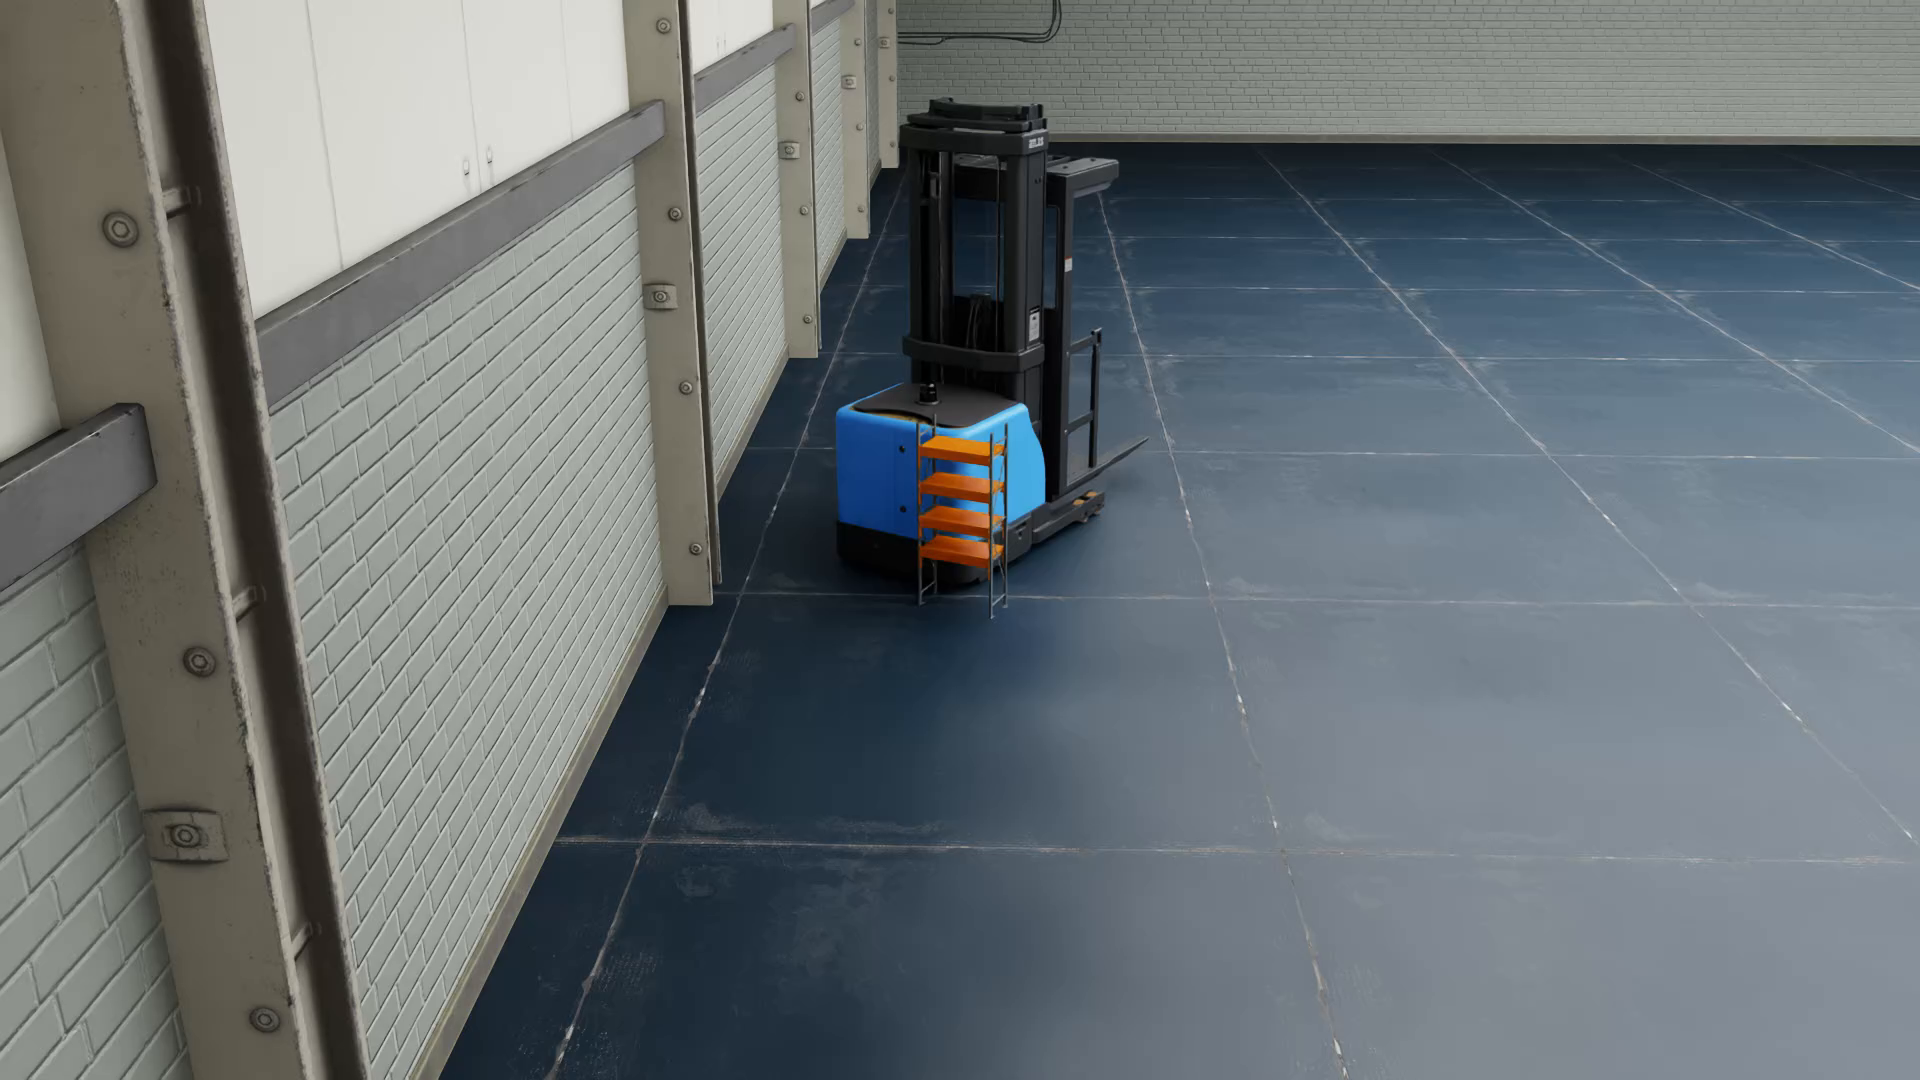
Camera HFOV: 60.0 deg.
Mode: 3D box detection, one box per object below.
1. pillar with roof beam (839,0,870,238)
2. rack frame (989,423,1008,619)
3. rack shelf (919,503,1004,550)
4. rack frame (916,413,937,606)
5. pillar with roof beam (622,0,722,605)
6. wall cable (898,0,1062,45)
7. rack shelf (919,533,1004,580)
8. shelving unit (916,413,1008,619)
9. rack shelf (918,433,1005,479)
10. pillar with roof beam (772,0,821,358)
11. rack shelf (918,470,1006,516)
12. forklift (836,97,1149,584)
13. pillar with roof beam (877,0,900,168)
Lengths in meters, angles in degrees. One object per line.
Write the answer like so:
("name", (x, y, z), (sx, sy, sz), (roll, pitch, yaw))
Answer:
("pillar with roof beam", (2.956, -8.148, 20.090), (9.100, 9.000, 0.400), (1, 21, 2))
("rack frame", (0.235, -0.109, 10.150), (0.015, 1.200, 0.240), (10, 23, 24))
("rack shelf", (0.015, -0.084, 10.273), (0.480, 0.148, 0.258), (10, 23, 24))
("rack frame", (-0.205, -0.185, 10.346), (0.015, 1.200, 0.240), (10, 23, 24))
("pillar with roof beam", (2.591, -3.810, 8.907), (9.100, 9.000, 0.400), (1, 21, 2))
("wall cable", (0.247, -9.968, 29.072), (3.097, 2.526, 0.112), (1, 21, 2))
("rack shelf", (0.015, 0.101, 10.345), (0.480, 0.148, 0.258), (10, 23, 24))
("shelving unit", (0.015, -0.147, 10.248), (0.503, 1.200, 0.258), (10, 23, 24))
("rack shelf", (0.015, -0.513, 10.105), (0.480, 0.148, 0.258), (10, 23, 24))
("pillar with roof beam", (2.774, -5.979, 14.499), (9.100, 9.000, 0.400), (1, 21, 2))
("rack shelf", (0.015, -0.293, 10.191), (0.480, 0.148, 0.258), (10, 23, 24))
("forklift", (0.389, -1.570, 11.522), (1.130, 2.935, 3.031), (13, 25, 30))
("pillar with roof beam", (3.139, -10.318, 25.681), (9.100, 9.000, 0.400), (1, 21, 2))
